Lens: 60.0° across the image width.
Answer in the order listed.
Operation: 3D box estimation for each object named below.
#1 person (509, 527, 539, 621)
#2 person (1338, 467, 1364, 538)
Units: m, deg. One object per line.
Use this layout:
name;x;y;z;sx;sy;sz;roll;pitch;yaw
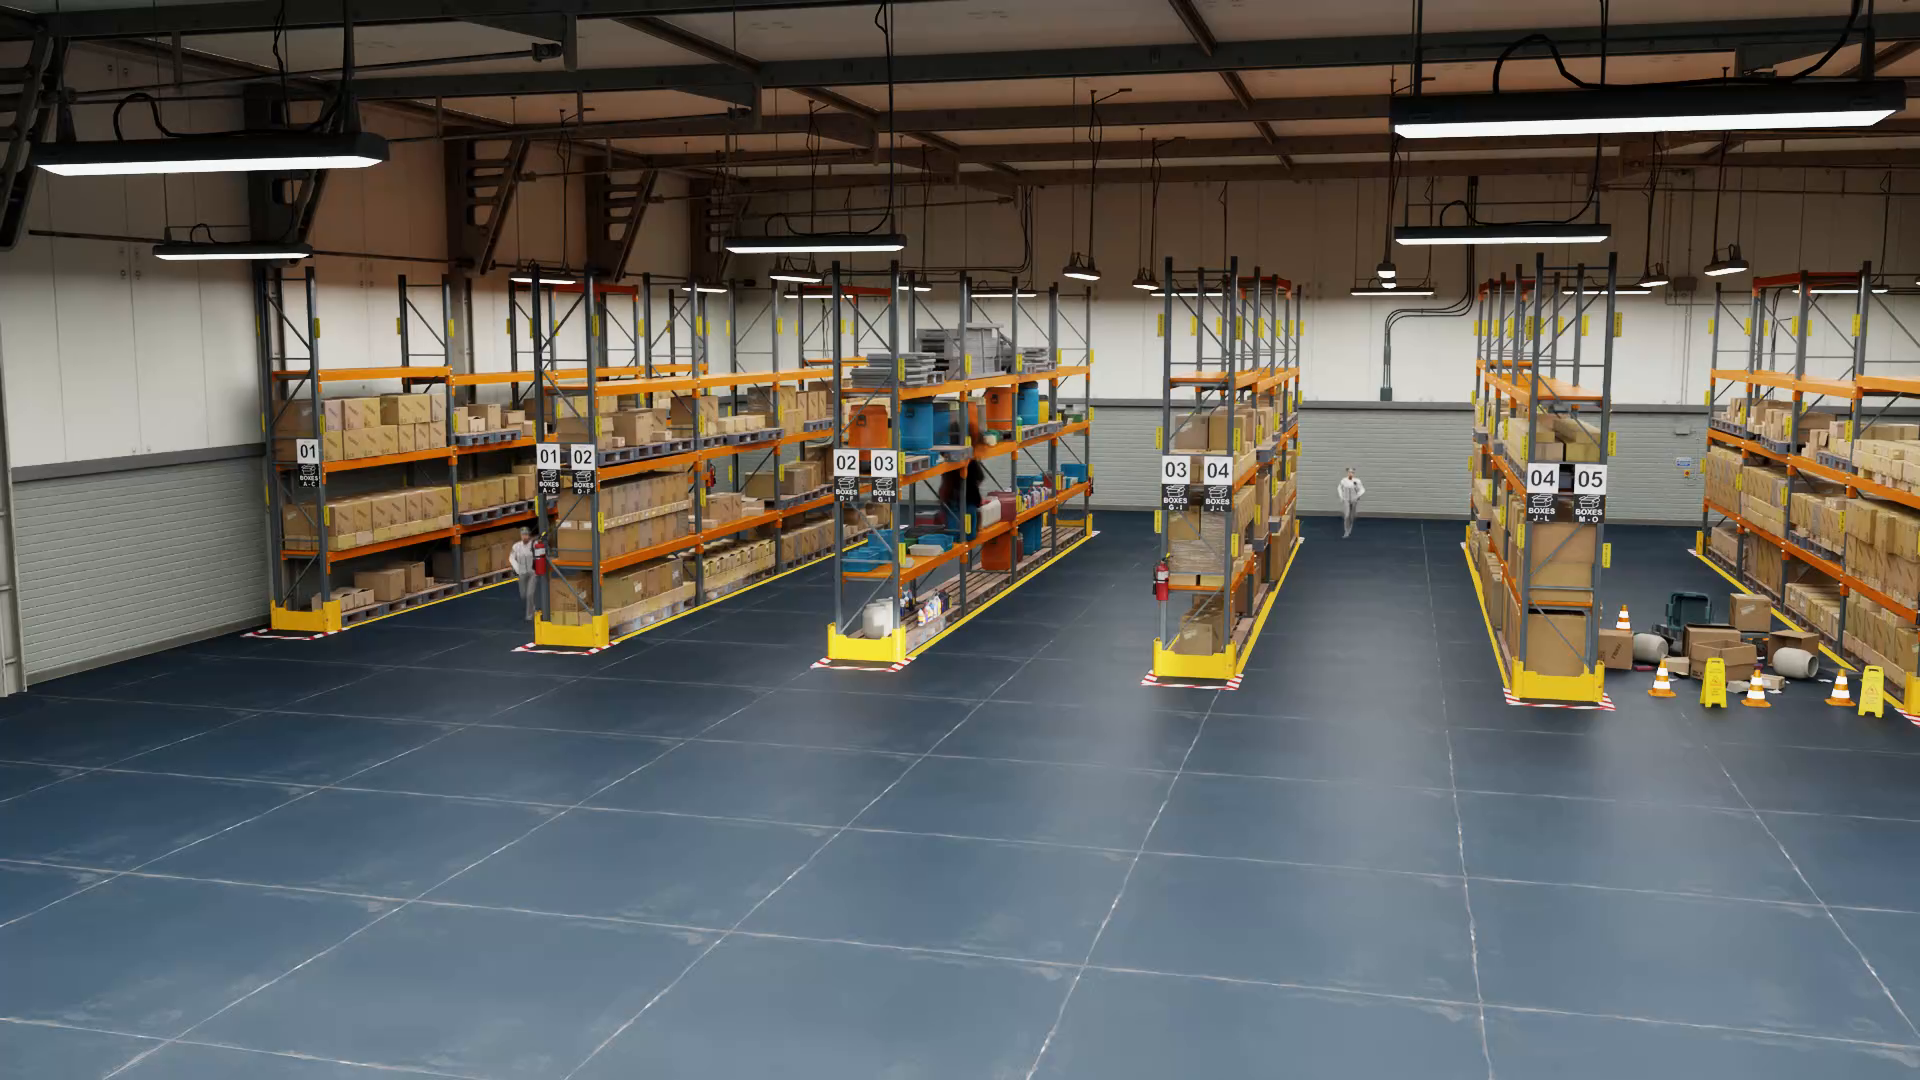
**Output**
person;-7.474;0.557;28.809;0.613;1.639;0.640;0;7;-1
person;9.444;-0.922;40.190;0.630;1.722;0.777;2;7;15
